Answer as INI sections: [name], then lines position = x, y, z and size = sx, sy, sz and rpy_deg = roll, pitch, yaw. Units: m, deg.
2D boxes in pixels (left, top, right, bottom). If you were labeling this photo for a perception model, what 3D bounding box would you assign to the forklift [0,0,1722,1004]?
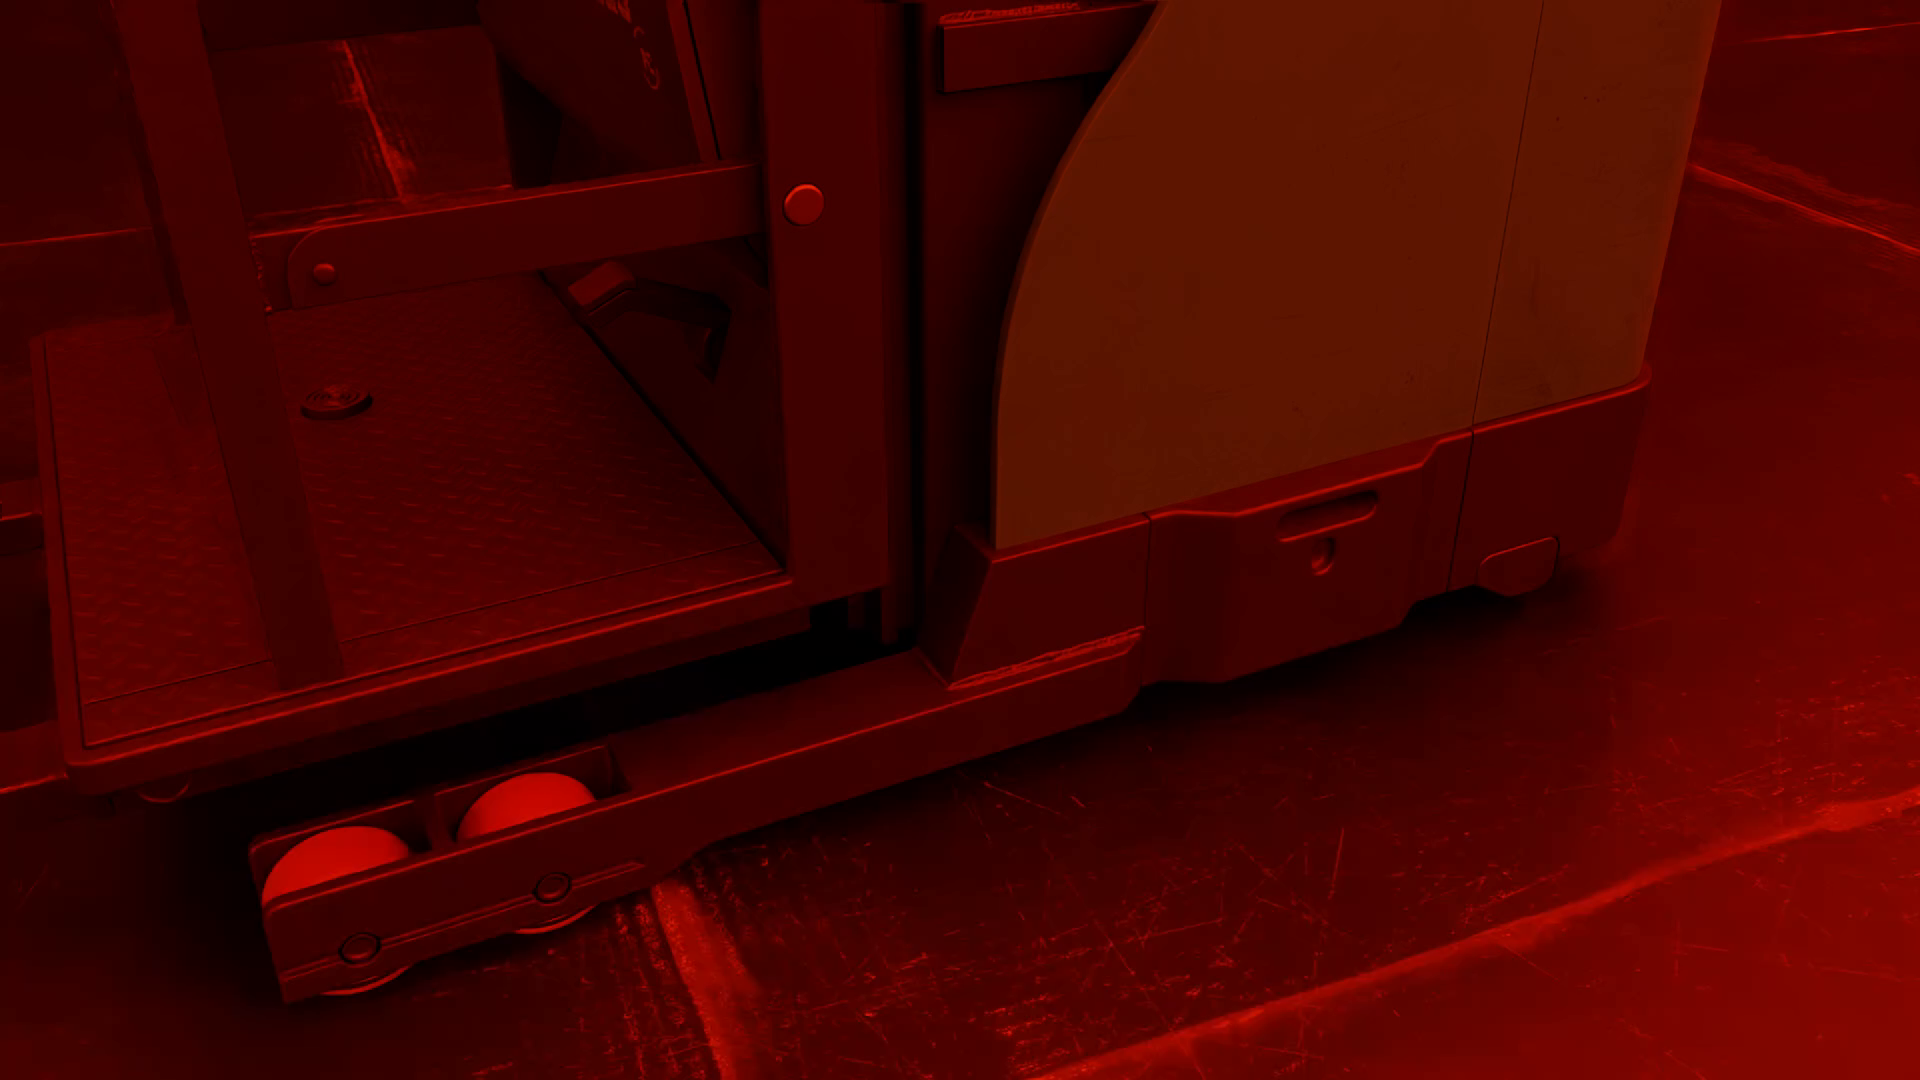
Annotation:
[forklift]
position = -0.598, -1.112, 1.491
size = 3.031, 2.935, 1.130
rpy_deg = -14, 33, -24
